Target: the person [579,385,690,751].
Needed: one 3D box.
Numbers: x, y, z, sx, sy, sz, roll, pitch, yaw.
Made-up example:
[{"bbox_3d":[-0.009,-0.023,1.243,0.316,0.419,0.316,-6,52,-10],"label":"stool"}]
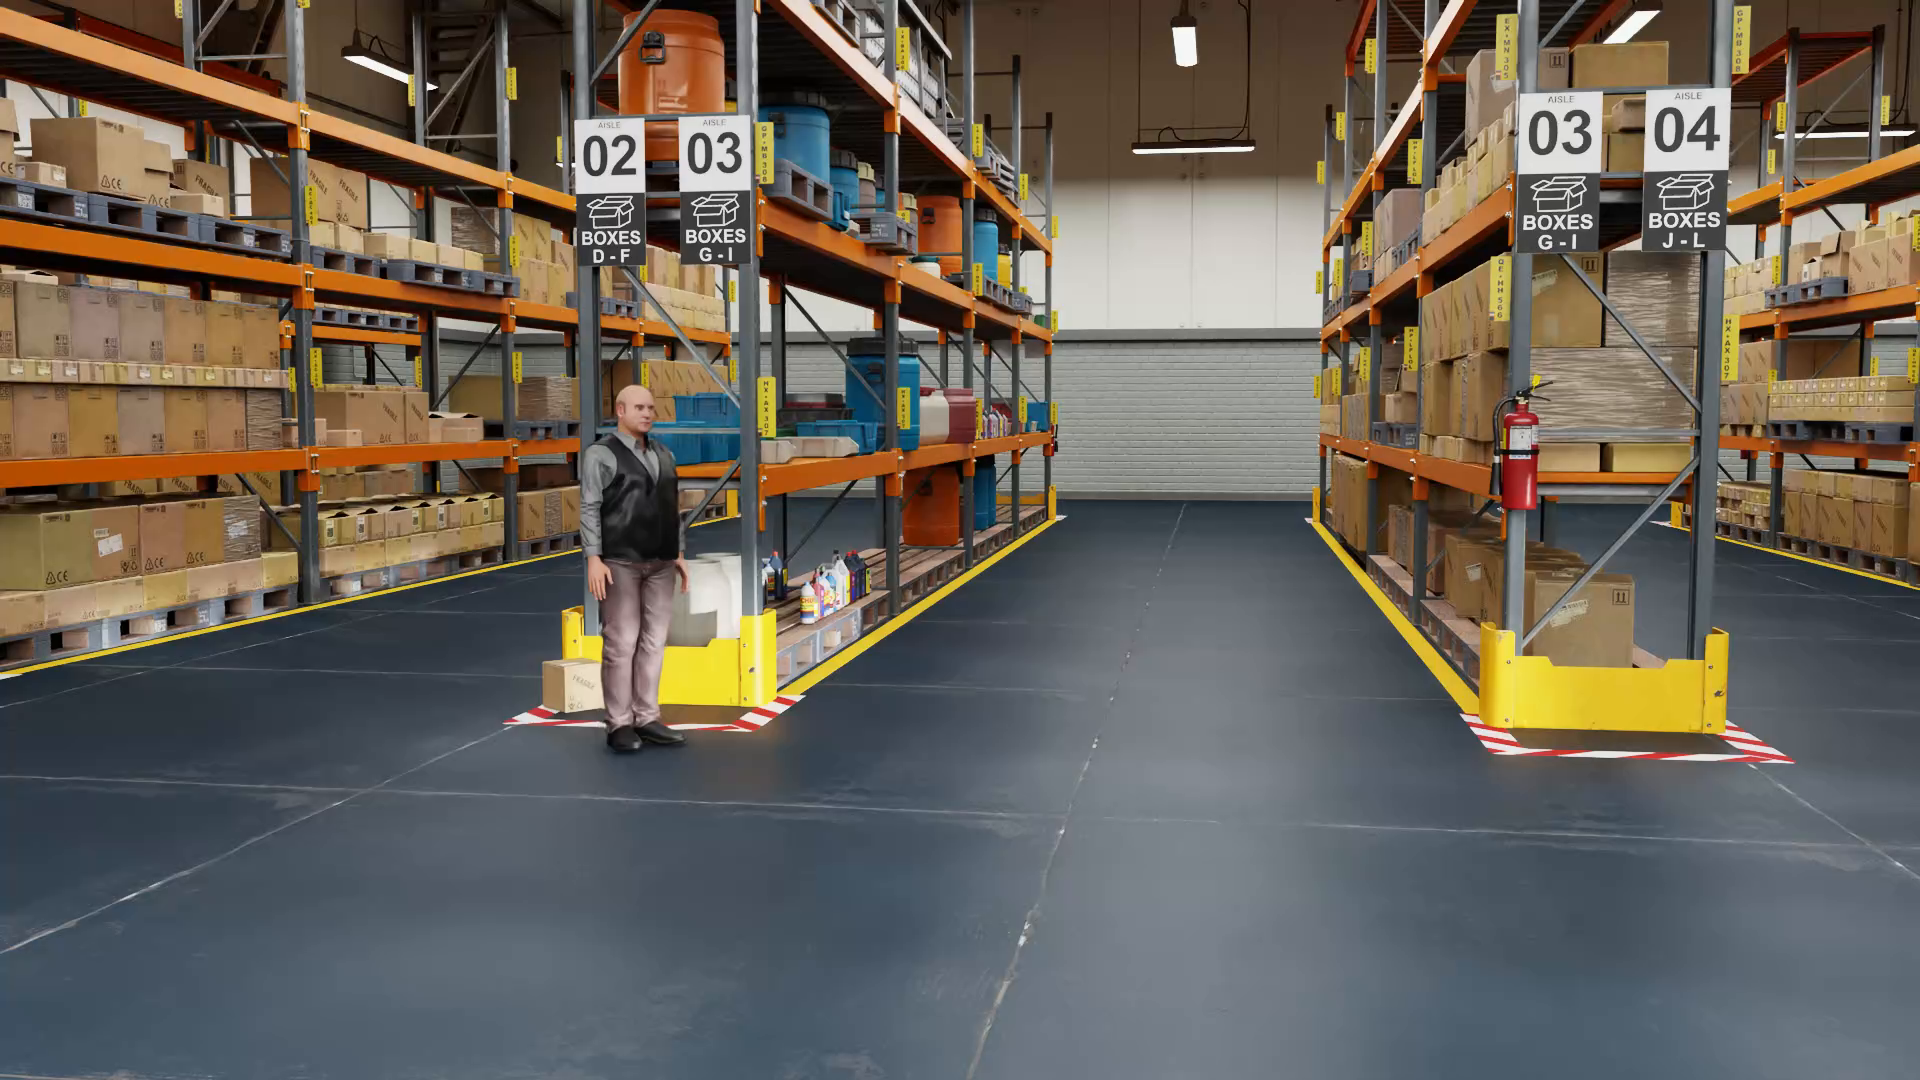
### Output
[{"bbox_3d":[-1.547,0.122,7.962,0.369,1.723,0.561,4,6,41],"label":"person"}]
